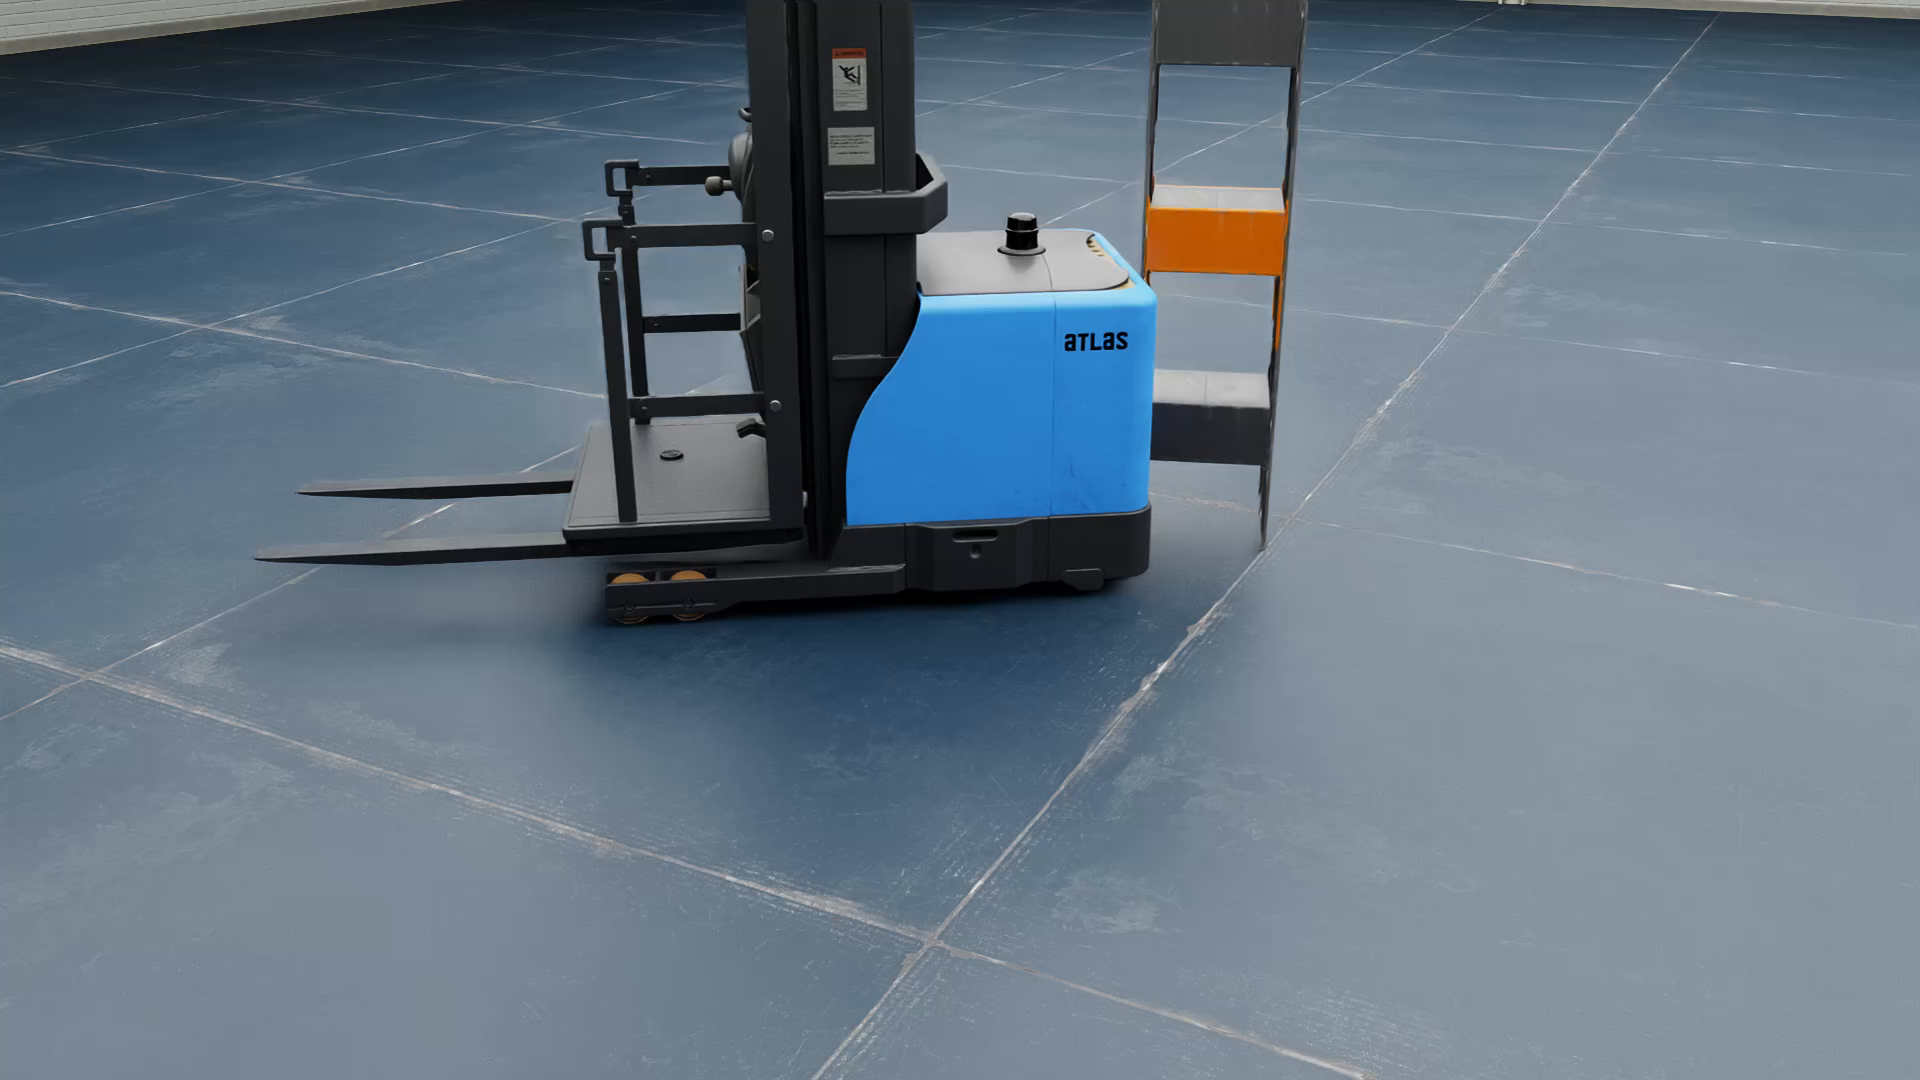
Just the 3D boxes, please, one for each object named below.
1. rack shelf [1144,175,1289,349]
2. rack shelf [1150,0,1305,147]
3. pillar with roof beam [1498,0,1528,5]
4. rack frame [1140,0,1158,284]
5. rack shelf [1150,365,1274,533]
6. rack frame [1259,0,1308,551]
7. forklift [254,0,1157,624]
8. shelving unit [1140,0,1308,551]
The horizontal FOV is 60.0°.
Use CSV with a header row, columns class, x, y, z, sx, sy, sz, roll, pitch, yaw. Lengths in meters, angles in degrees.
class,x,y,z,sx,sy,sz,roll,pitch,yaw
rack shelf,0.909,-1.003,5.960,0.480,0.518,0.431,3,23,8
rack shelf,0.909,-1.647,5.686,0.480,0.518,0.431,3,23,8
pillar with roof beam,6.674,-11.001,20.619,0.400,9.000,9.100,11,25,25
rack frame,0.668,-1.029,5.987,0.015,2.100,0.400,3,23,8
rack shelf,0.909,-0.359,6.234,0.480,0.518,0.431,3,23,8
rack frame,1.151,-1.002,5.922,0.015,2.100,0.400,3,23,8
forklift,-0.892,-1.286,5.529,3.031,2.935,1.130,-3,23,-7
shelving unit,0.909,-1.015,5.955,0.503,2.100,0.431,3,23,8
